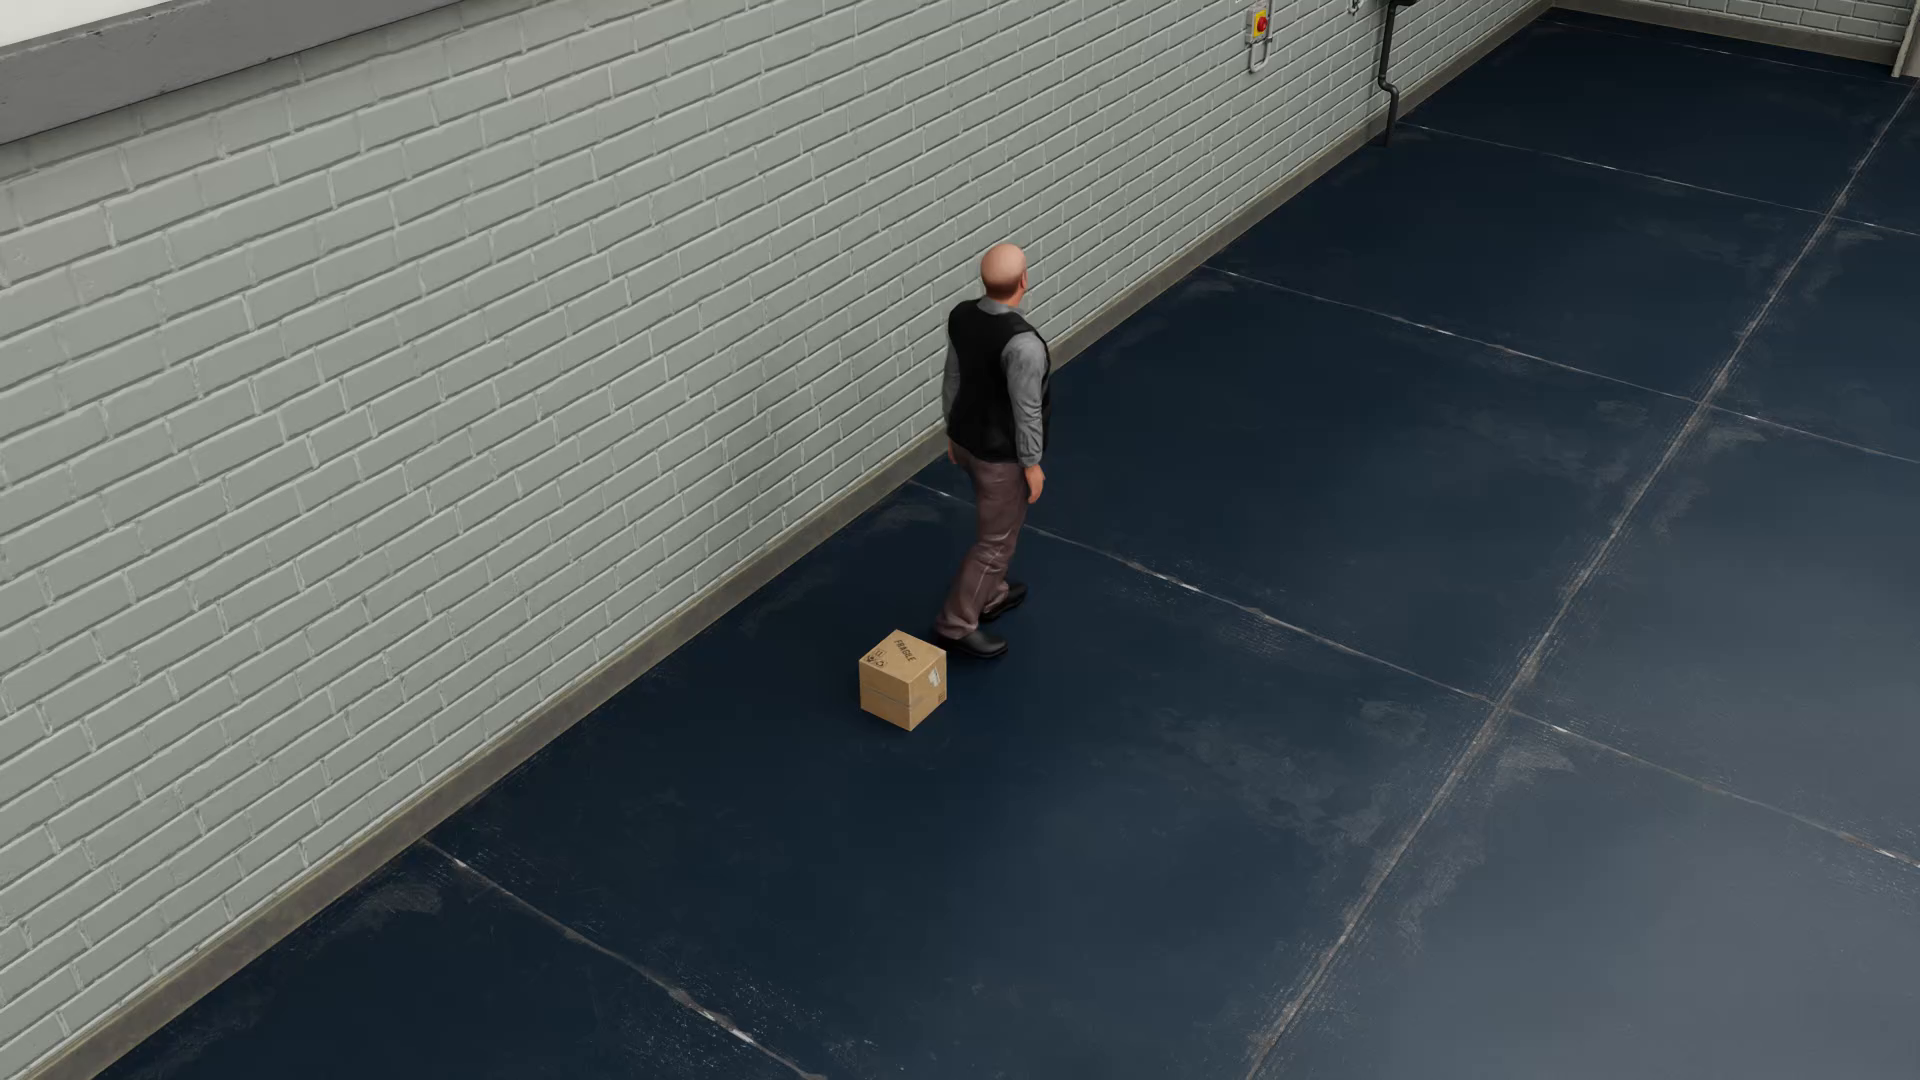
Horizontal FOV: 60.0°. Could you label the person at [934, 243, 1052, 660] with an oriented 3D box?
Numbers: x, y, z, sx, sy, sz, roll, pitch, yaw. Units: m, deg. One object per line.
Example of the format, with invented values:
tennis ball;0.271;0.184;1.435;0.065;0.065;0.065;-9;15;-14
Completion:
person;0.101;-0.352;6.682;0.560;1.708;0.567;-20;39;-26
